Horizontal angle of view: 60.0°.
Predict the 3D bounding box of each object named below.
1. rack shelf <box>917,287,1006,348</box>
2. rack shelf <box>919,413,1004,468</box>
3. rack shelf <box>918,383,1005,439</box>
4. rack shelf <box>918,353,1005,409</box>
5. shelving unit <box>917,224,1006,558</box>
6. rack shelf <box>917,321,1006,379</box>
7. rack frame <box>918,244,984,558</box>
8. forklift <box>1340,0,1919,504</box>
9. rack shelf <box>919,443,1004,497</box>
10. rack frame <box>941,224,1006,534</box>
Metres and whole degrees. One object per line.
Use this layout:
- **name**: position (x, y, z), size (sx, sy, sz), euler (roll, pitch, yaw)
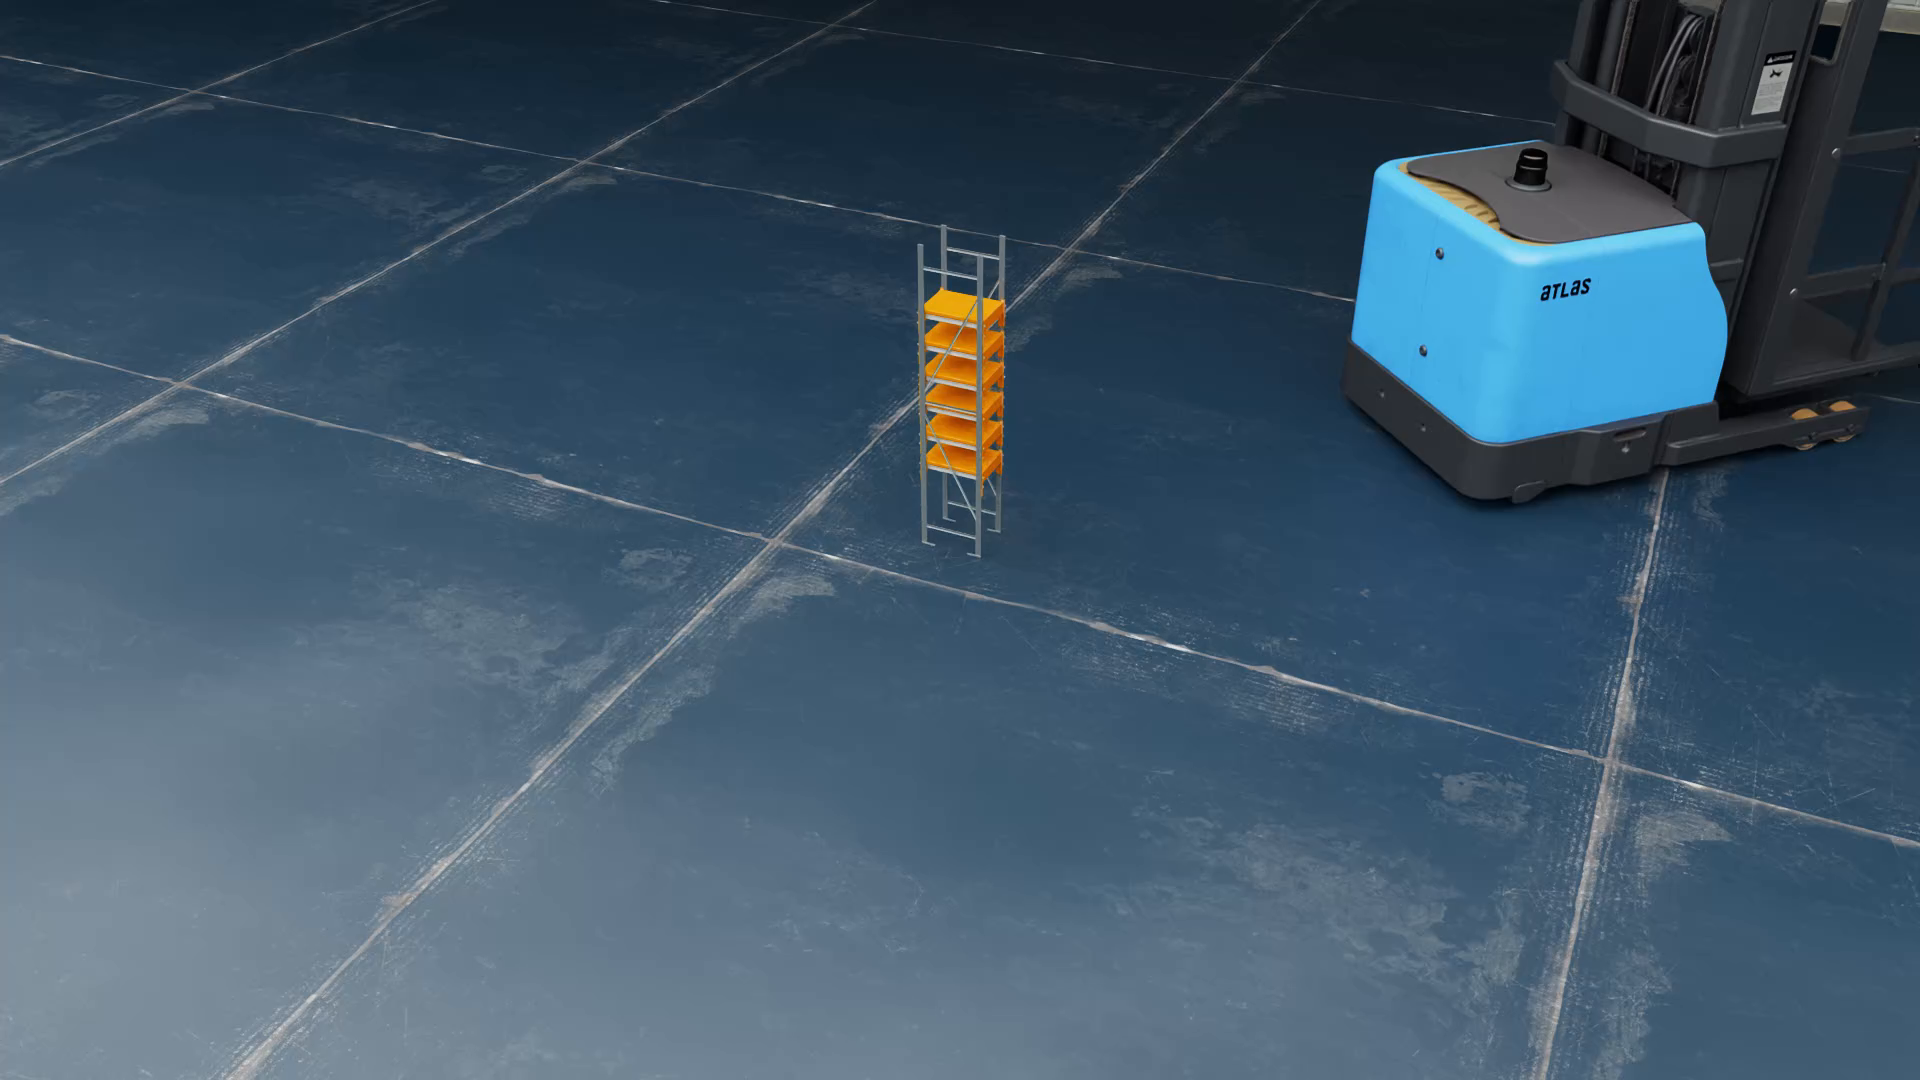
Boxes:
- **rack shelf**: position (0.006, -0.773, 5.759), size (0.258, 0.103, 0.180), euler (14, 36, 20)
- **rack shelf**: position (0.006, -0.371, 6.022), size (0.258, 0.103, 0.180), euler (14, 36, 20)
- **rack shelf**: position (0.006, -0.472, 5.956), size (0.258, 0.103, 0.180), euler (14, 36, 20)
- **rack shelf**: position (0.006, -0.572, 5.891), size (0.258, 0.103, 0.180), euler (14, 36, 20)
- **shelving unit**: position (0.006, -0.509, 5.932), size (0.258, 1.200, 0.189), euler (14, 36, 20)
- **rack shelf**: position (0.006, -0.673, 5.825), size (0.258, 0.103, 0.180), euler (14, 36, 20)
- **rack frame**: position (-0.032, -0.463, 5.862), size (0.240, 1.200, 0.006), euler (14, 36, 20)
- **forklift**: position (3.198, -1.854, 6.405), size (3.031, 2.935, 1.130), euler (-11, 35, -17)
- **rack shelf**: position (0.006, -0.271, 6.088), size (0.258, 0.103, 0.180), euler (14, 36, 20)
- **rack frame**: position (0.044, -0.555, 6.001), size (0.240, 1.200, 0.006), euler (14, 36, 20)
